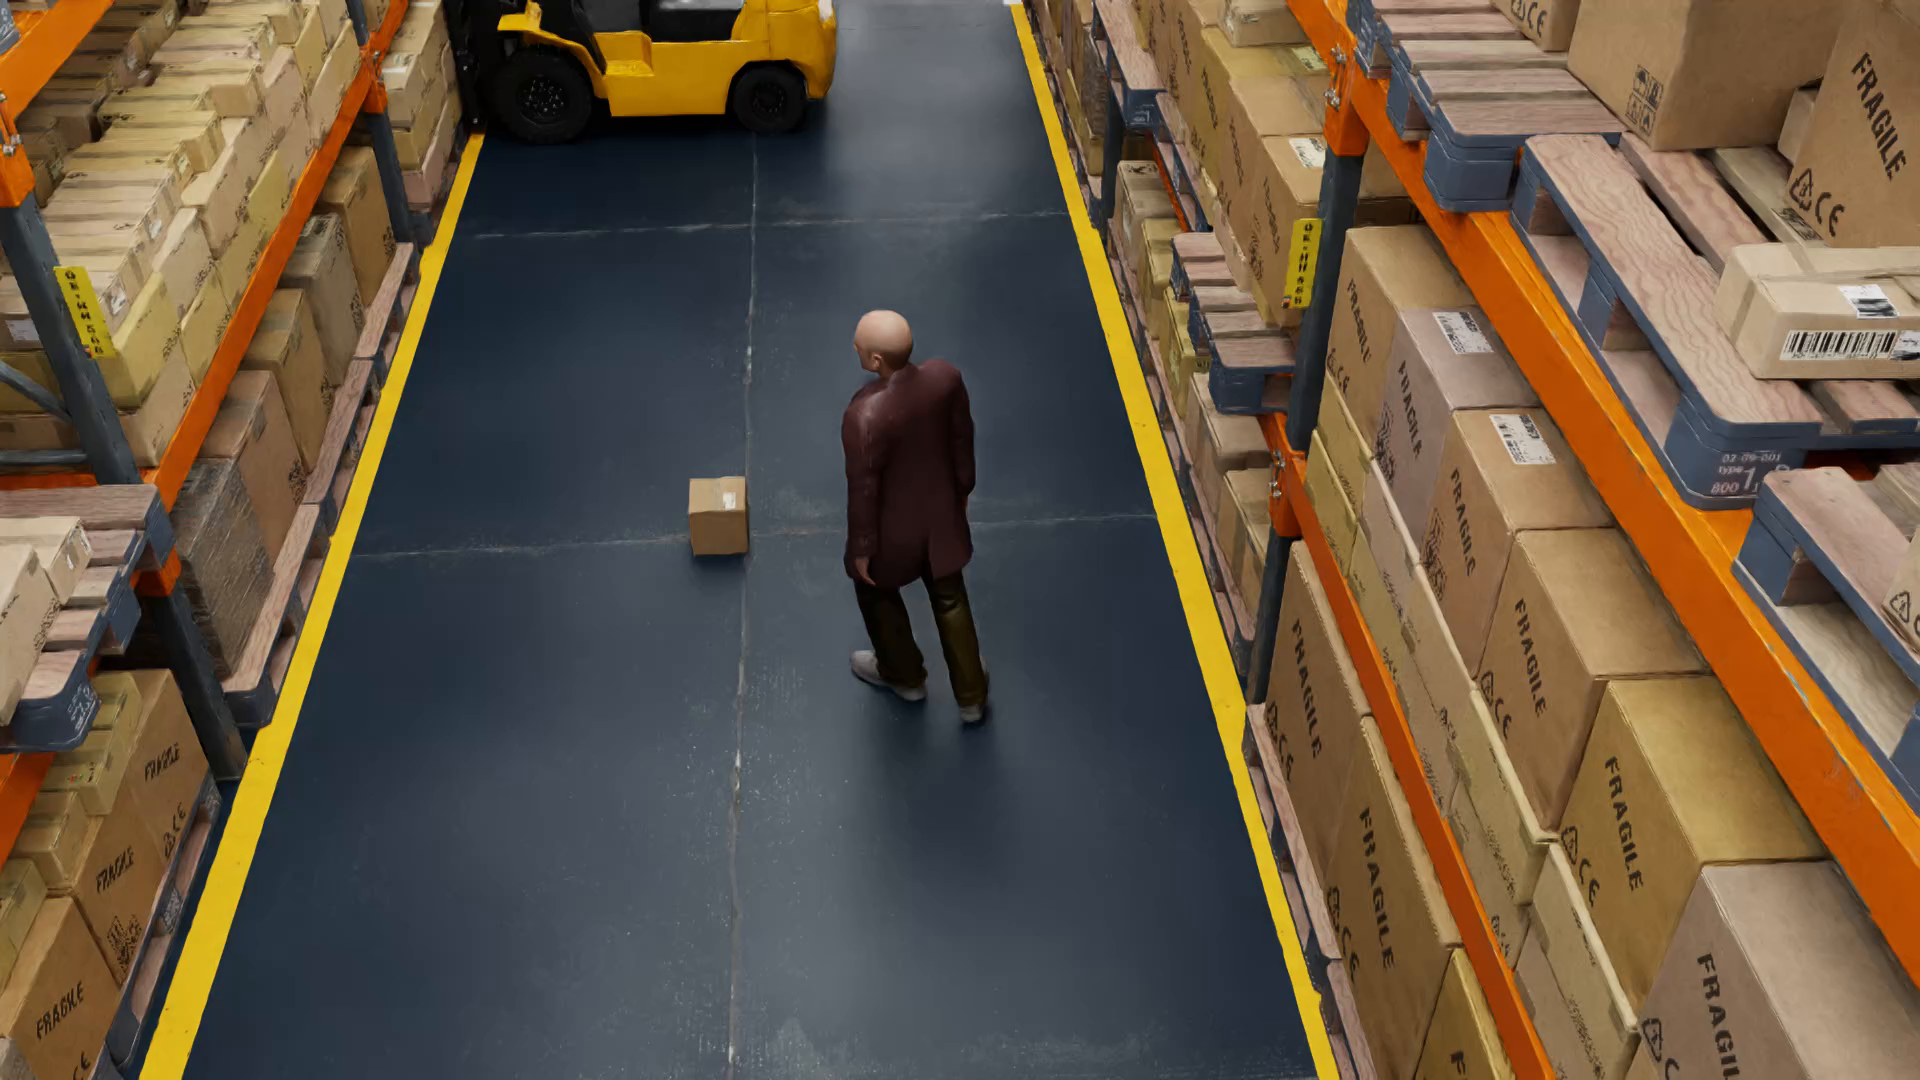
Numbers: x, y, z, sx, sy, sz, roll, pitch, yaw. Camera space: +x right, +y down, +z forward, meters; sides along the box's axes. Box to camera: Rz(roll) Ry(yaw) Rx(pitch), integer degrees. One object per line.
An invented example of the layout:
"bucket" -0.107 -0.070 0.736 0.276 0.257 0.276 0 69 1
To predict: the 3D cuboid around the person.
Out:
"person" -0.169 -0.072 6.258 0.611 1.768 0.626 -26 45 -29
